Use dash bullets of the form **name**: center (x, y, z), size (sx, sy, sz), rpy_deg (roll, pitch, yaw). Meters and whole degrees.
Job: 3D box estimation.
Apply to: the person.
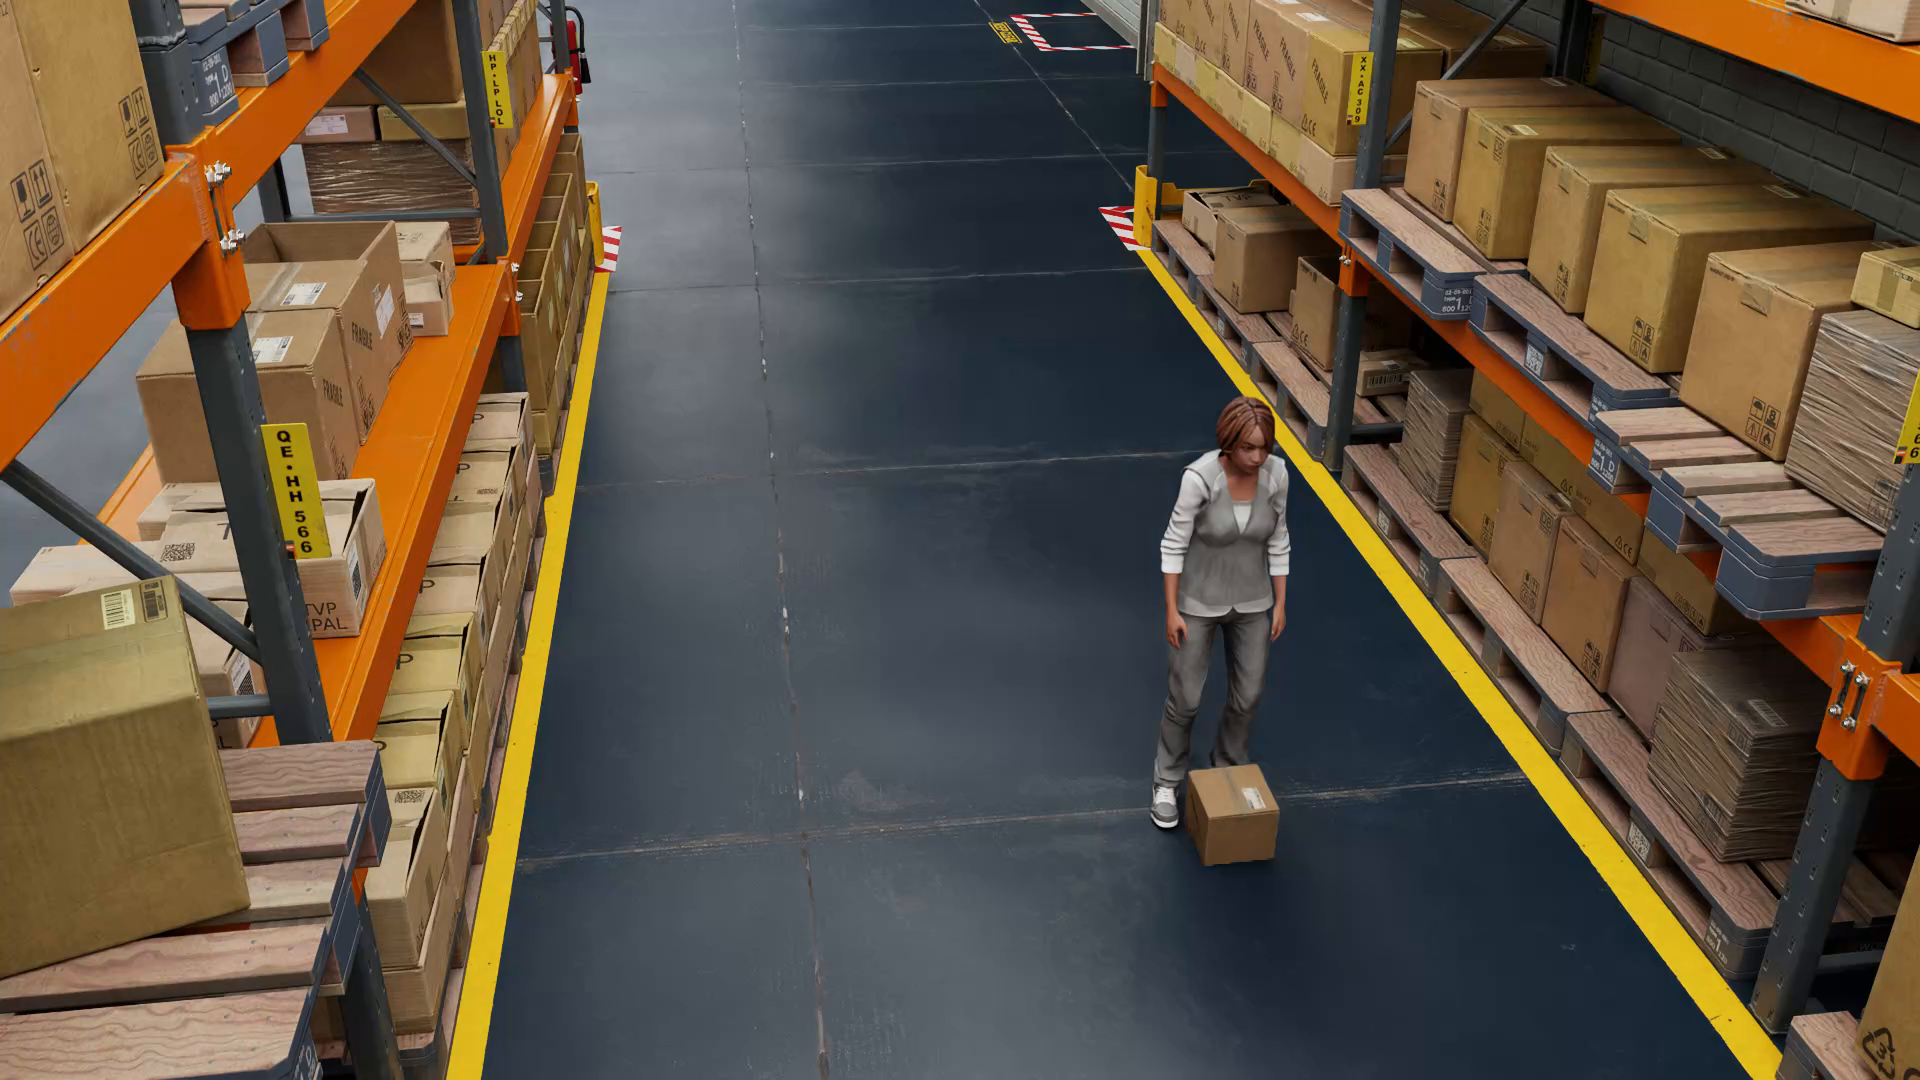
- **person**: center (0.898, 0.245, 5.659), size (0.460, 1.594, 0.374), rpy_deg (-5, 28, -9)
